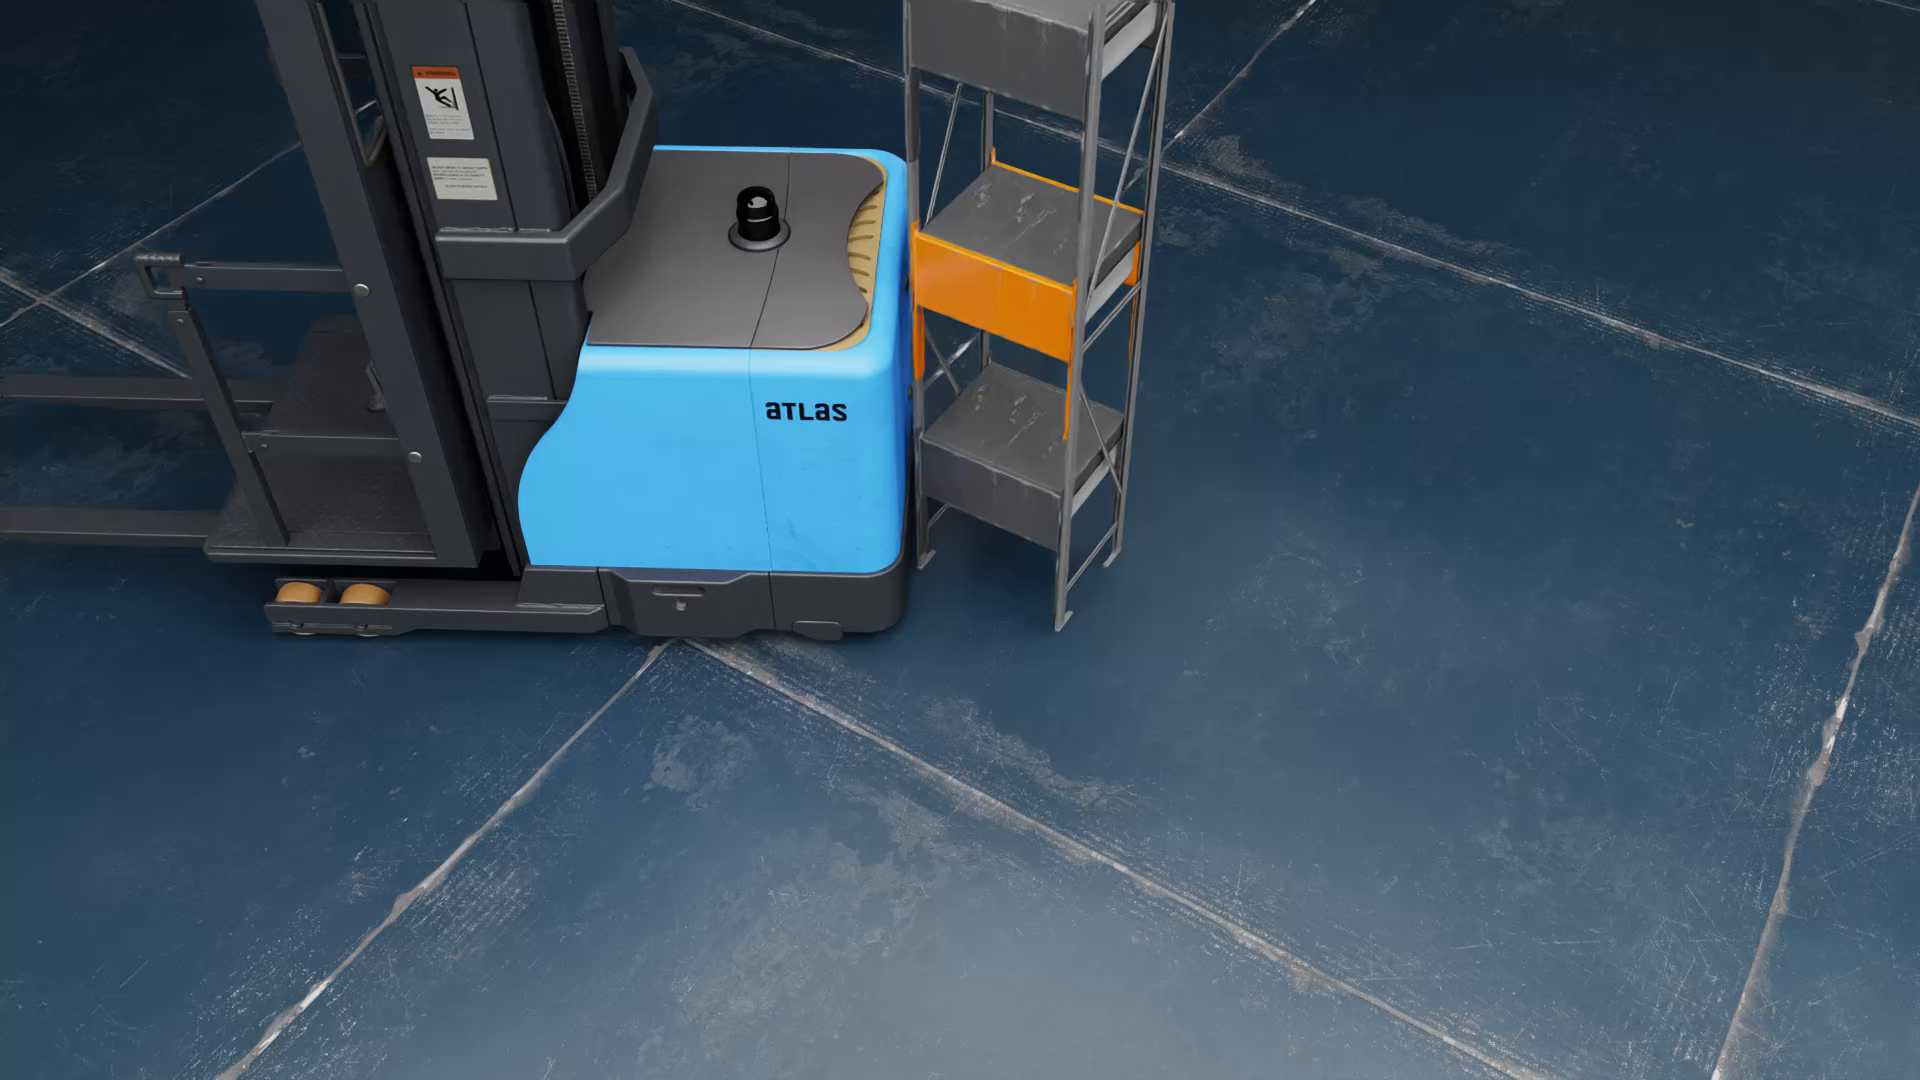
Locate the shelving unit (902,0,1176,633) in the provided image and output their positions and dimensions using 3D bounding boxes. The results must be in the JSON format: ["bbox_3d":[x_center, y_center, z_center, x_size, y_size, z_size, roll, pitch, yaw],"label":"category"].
[{"bbox_3d":[0.185,-0.670,4.437,0.503,2.100,0.431,24,50,21],"label":"shelving unit"}]

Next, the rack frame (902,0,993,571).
[{"bbox_3d":[-0.023,-0.761,4.525,0.015,2.100,0.400,24,50,21],"label":"rack frame"}]

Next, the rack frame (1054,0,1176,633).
[{"bbox_3d":[0.394,-0.578,4.348,0.015,2.100,0.400,24,50,21],"label":"rack frame"}]

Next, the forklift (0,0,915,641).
[{"bbox_3d":[-1.660,-1.111,4.286,3.031,2.935,1.130,1,46,1],"label":"forklift"}]

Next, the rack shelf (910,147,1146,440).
[{"bbox_3d":[0.185,-0.660,4.446,0.480,0.518,0.431,24,50,21],"label":"rack shelf"}]

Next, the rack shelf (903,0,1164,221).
[{"bbox_3d":[0.185,-1.148,3.944,0.480,0.518,0.431,24,50,21],"label":"rack shelf"}]

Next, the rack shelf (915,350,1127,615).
[{"bbox_3d":[0.185,-0.172,4.948,0.480,0.518,0.431,24,50,21],"label":"rack shelf"}]
